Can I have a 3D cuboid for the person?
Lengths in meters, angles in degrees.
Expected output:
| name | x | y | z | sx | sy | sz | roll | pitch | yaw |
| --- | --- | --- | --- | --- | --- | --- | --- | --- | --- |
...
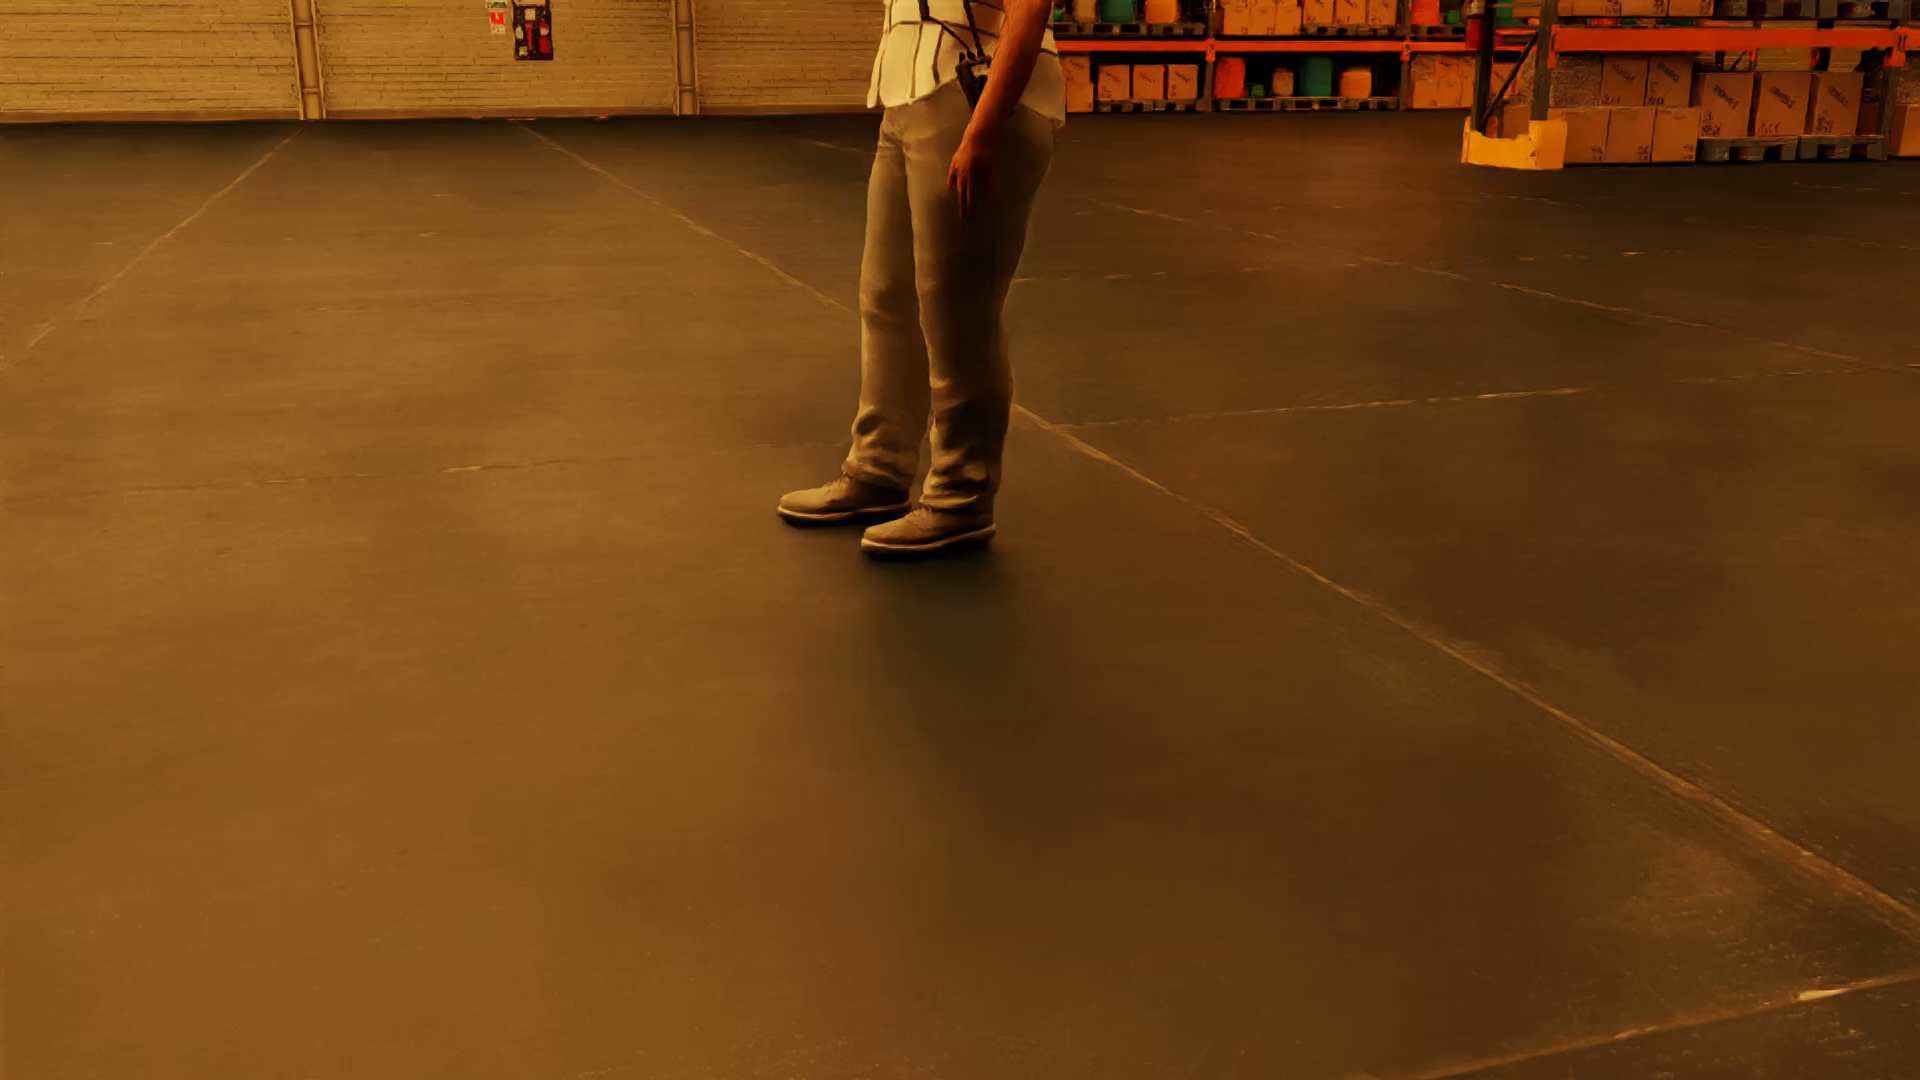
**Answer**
| name | x | y | z | sx | sy | sz | roll | pitch | yaw |
| --- | --- | --- | --- | --- | --- | --- | --- | --- | --- |
| person | -0.080 | -0.806 | 3.328 | 0.529 | 1.669 | 0.598 | -5 | 17 | -17 |
